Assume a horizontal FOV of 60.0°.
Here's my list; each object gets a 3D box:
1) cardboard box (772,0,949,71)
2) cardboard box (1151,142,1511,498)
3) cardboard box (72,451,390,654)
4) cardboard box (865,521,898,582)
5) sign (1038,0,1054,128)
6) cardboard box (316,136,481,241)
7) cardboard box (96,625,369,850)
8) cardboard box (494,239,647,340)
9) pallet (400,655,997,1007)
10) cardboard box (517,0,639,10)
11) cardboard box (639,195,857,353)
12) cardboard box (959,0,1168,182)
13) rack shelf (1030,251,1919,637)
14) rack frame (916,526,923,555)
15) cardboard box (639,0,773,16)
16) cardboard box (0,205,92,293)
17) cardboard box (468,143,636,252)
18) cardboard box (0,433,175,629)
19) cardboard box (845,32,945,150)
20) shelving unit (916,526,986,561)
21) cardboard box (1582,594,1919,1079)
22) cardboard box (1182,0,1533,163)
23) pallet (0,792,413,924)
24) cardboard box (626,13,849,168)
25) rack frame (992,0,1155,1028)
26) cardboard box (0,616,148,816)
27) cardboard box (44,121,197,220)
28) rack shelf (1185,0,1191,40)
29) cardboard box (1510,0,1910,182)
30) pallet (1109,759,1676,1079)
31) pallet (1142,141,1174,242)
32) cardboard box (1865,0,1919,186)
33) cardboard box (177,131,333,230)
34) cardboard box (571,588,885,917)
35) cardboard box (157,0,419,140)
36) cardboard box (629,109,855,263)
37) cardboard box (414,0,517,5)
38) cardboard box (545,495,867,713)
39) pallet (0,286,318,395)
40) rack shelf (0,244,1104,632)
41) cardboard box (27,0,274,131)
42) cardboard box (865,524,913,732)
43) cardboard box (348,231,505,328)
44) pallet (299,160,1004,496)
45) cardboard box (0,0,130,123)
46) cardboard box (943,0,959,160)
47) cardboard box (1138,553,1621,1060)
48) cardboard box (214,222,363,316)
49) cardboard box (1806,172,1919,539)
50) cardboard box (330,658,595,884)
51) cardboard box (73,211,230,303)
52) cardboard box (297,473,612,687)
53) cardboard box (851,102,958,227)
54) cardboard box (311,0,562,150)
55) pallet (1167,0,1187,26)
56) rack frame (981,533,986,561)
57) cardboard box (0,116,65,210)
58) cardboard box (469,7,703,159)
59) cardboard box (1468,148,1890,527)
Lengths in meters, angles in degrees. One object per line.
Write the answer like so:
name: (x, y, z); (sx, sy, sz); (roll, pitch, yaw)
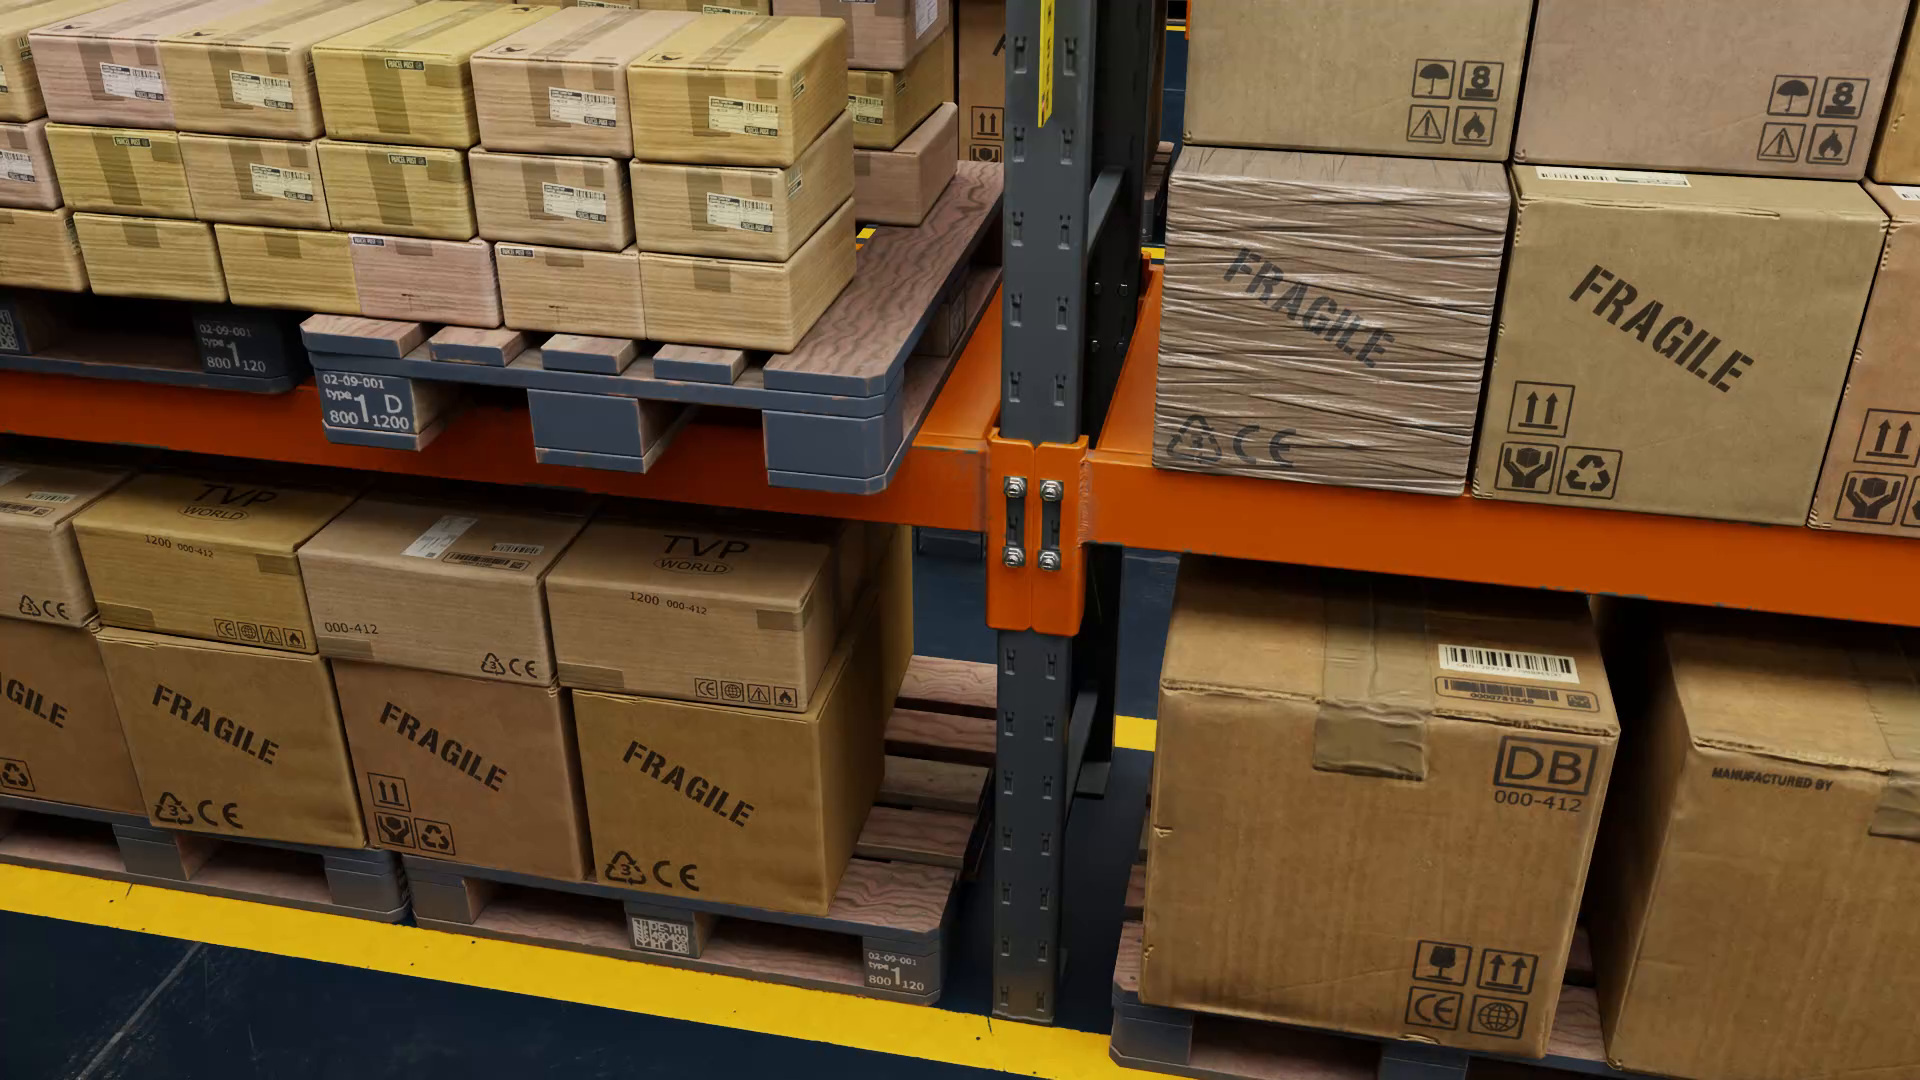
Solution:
cardboard box: (-0.184, -1.027, 3.207); (0.250, 0.149, 0.380); (6, 29, 11)
cardboard box: (0.615, -0.426, 2.800); (0.500, 0.500, 0.500); (6, 29, 11)
cardboard box: (-1.482, -0.020, 3.548); (0.500, 0.250, 0.500); (7, 29, 12)
cardboard box: (-0.392, -0.154, 3.792); (0.500, 0.250, 0.500); (5, 29, 8)
sign: (0.128, -0.771, 2.412); (0.005, 0.325, 0.100); (6, 29, 11)
cardboard box: (-0.866, -0.645, 2.820); (0.250, 0.149, 0.380); (7, 29, 12)
cardboard box: (-1.494, 0.316, 3.715); (0.500, 0.500, 0.500); (5, 29, 8)
cardboard box: (-0.589, -0.487, 2.841); (0.250, 0.149, 0.380); (6, 29, 10)
pallet: (-0.532, 0.590, 3.952); (1.213, 0.211, 1.003); (6, 29, 11)
cardboard box: (-0.682, -1.079, 3.301); (0.250, 0.149, 0.380); (6, 29, 10)
cardboard box: (-0.347, -0.462, 2.794); (0.250, 0.149, 0.380); (6, 29, 11)
cardboard box: (0.509, -2.249, 8.010); (0.875, 0.875, 0.875); (6, 29, 10)
rack shelf: (2.188, -0.038, 2.945); (4.000, 0.370, 1.077); (6, 29, 11)
rack frame: (-0.107, -0.406, 5.054); (0.006, 0.900, 0.240); (6, 29, 11)
cardboard box: (-0.443, -1.052, 3.253); (0.250, 0.149, 0.380); (5, 29, 9)
cardboard box: (-1.600, -0.593, 3.033); (0.250, 0.149, 0.380); (7, 29, 12)
cardboard box: (-0.608, -0.620, 2.774); (0.250, 0.149, 0.380); (7, 29, 12)
cardboard box: (-1.993, -0.068, 3.636); (0.500, 0.250, 0.500); (7, 29, 12)
cardboard box: (-0.199, -0.901, 3.287); (0.250, 0.149, 0.380); (7, 30, 13)
shelving unit: (-0.008, -0.396, 5.035); (0.210, 0.900, 0.258); (6, 29, 11)
cardboard box: (1.664, 0.438, 3.232); (0.750, 0.750, 1.050); (6, 29, 11)
cardboard box: (0.669, -0.987, 2.783); (0.500, 0.500, 0.700); (6, 29, 10)
pallet: (-1.721, 0.467, 4.178); (1.213, 0.211, 1.003); (6, 29, 11)
cardboard box: (-0.343, -0.723, 2.651); (0.250, 0.149, 0.380); (5, 29, 9)
rack frame: (0.232, -0.554, 3.138); (0.127, 3.000, 1.000); (6, 29, 11)
cardboard box: (-1.980, 0.254, 3.828); (0.500, 0.500, 0.500); (6, 29, 11)
cardboard box: (-1.353, -0.697, 2.913); (0.250, 0.149, 0.380); (6, 29, 10)
rack shelf: (-0.789, -2.774, 7.942); (4.000, 0.370, 1.077); (6, 29, 11)
cardboard box: (1.164, -0.937, 2.692); (0.500, 0.500, 0.700); (5, 29, 10)
pallet: (0.987, 0.784, 3.599); (1.213, 0.211, 1.003); (6, 29, 11)
pallet: (0.412, -1.780, 8.282); (1.213, 0.211, 1.003); (6, 29, 11)
cardboard box: (1.666, -0.886, 2.600); (0.500, 0.500, 0.700); (5, 29, 10)
cardboard box: (-1.110, -0.671, 2.866); (0.250, 0.149, 0.380); (6, 29, 11)
cardboard box: (-0.466, 0.415, 3.534); (0.500, 0.500, 0.500); (6, 29, 10)
cardboard box: (-1.106, -0.800, 2.793); (0.250, 0.149, 0.380); (7, 29, 12)
cardboard box: (-0.346, -0.594, 2.726); (0.250, 0.149, 0.380); (6, 29, 12)
cardboard box: (-0.941, -1.105, 3.350); (0.250, 0.149, 0.380); (5, 29, 8)
cardboard box: (-0.492, 0.084, 3.358); (0.500, 0.250, 0.500); (5, 29, 9)
pallet: (-1.713, -0.649, 3.512); (1.213, 0.211, 1.003); (6, 29, 11)
rack shelf: (-1.724, -0.439, 3.677); (4.000, 0.370, 1.077); (6, 29, 11)
cardboard box: (-1.341, -0.827, 2.842); (0.250, 0.149, 0.380); (6, 29, 11)
cardboard box: (-0.407, 0.168, 3.986); (0.500, 0.500, 0.500); (5, 29, 8)
cardboard box: (-0.841, -0.513, 2.888); (0.250, 0.149, 0.380); (6, 29, 11)
pallet: (-0.487, -0.491, 3.223); (1.003, 0.211, 1.213); (6, 29, 11)
cardboard box: (-1.607, -0.853, 2.890); (0.250, 0.149, 0.380); (7, 30, 13)
cardboard box: (-0.363, -2.341, 8.177); (0.875, 0.875, 0.875); (6, 29, 11)
cardboard box: (0.809, 0.352, 3.389); (0.750, 0.750, 1.050); (5, 29, 10)
cardboard box: (-1.084, -0.540, 2.936); (0.250, 0.149, 0.380); (5, 29, 10)
cardboard box: (1.606, -0.326, 2.617); (0.500, 0.500, 0.500); (6, 29, 11)
cardboard box: (-0.973, 0.361, 3.632); (0.500, 0.500, 0.500); (7, 29, 13)
cardboard box: (-1.347, -0.566, 2.984); (0.250, 0.149, 0.380); (5, 29, 8)
cardboard box: (-0.988, 0.038, 3.441); (0.500, 0.250, 0.500); (6, 29, 11)
cardboard box: (-0.164, -0.768, 3.353); (0.250, 0.149, 0.380); (5, 29, 10)
cardboard box: (-0.844, -0.775, 2.747); (0.250, 0.149, 0.380); (7, 29, 12)
pallet: (1.477, -4.090, 12.500); (1.213, 0.211, 1.003); (6, 29, 11)
rack frame: (0.091, -0.385, 5.017); (0.006, 0.900, 0.240); (6, 29, 11)
cardboard box: (-1.608, -0.722, 2.961); (0.250, 0.149, 0.380); (7, 29, 12)
cardboard box: (-0.588, -0.749, 2.699); (0.250, 0.149, 0.380); (6, 29, 10)
cardboard box: (1.112, -0.376, 2.710); (0.500, 0.500, 0.500); (6, 29, 10)
